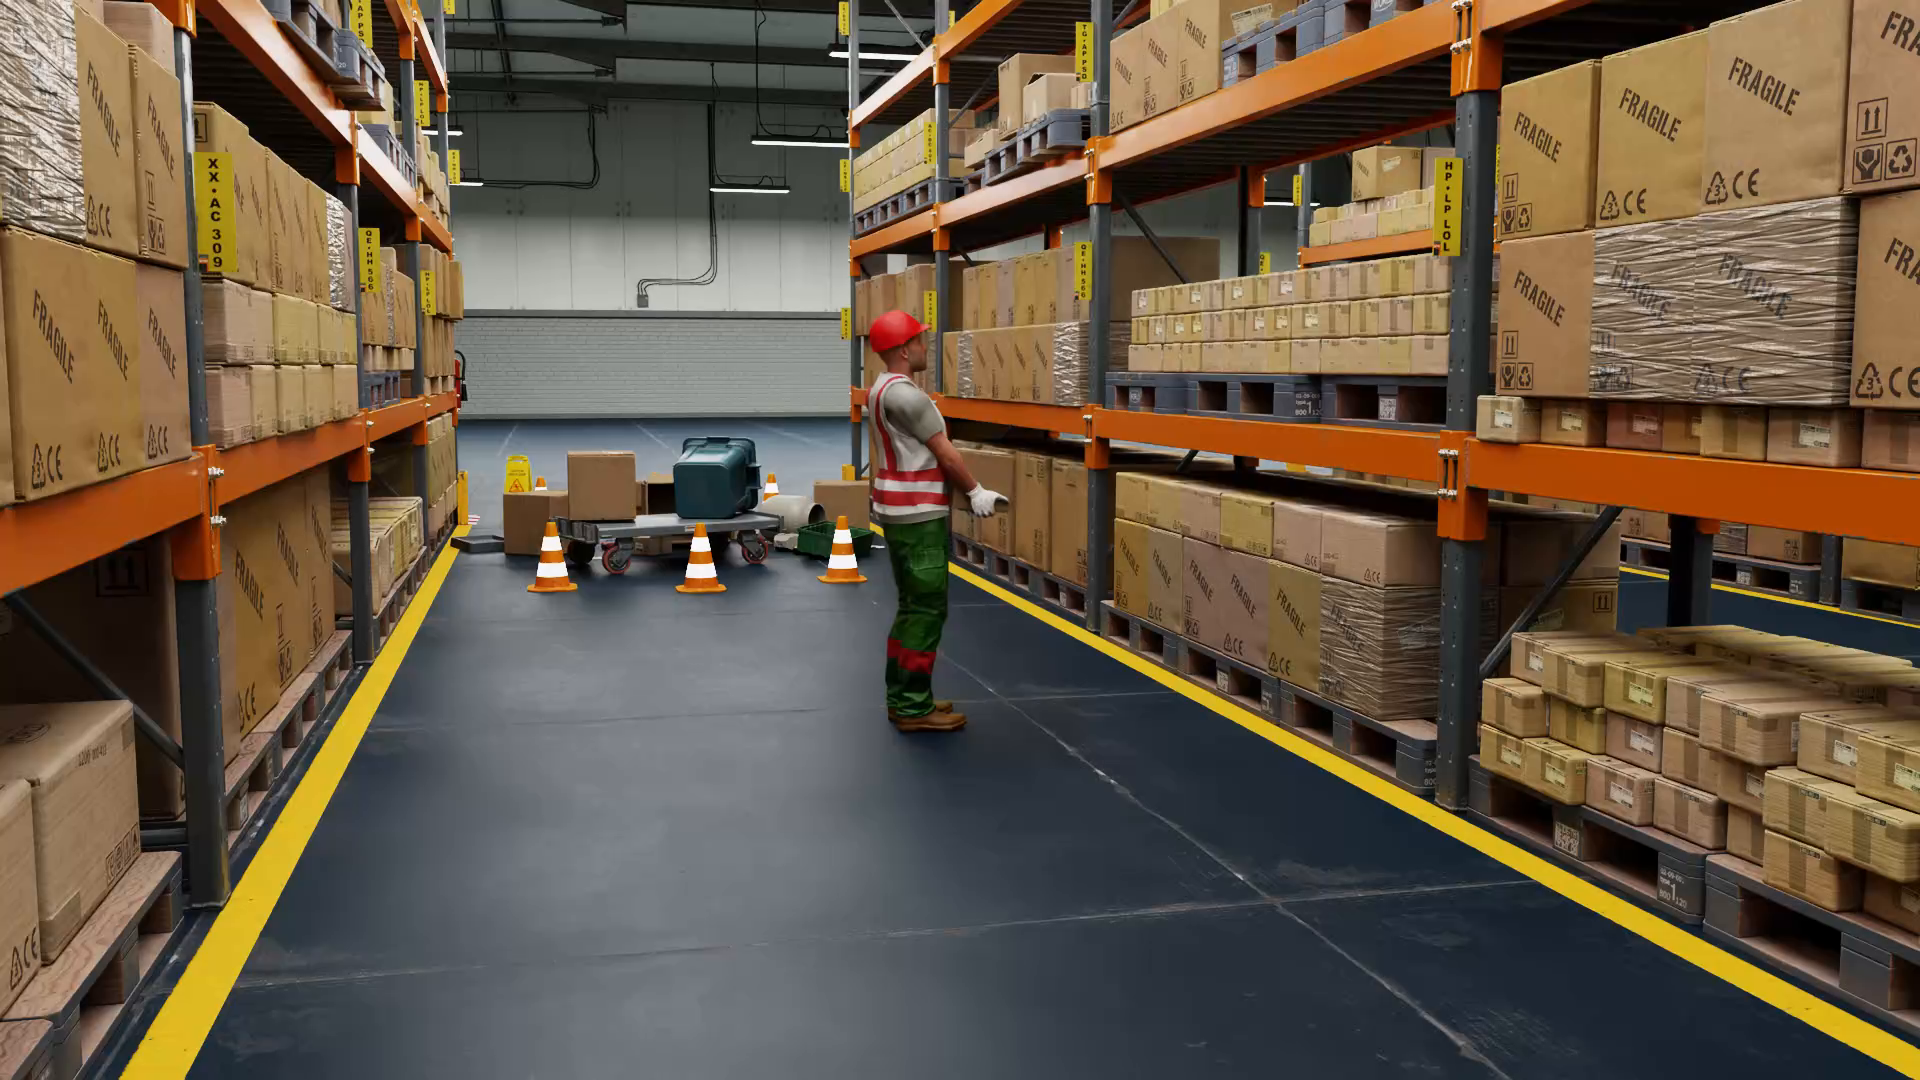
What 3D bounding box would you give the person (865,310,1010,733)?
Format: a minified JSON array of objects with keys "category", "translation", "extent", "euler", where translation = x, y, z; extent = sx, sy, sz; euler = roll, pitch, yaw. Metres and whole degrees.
[{"category":"person","translation":[-0.103,-0.089,7.158],"extent":[0.574,1.782,0.493],"euler":[-1,6,-13]}]
